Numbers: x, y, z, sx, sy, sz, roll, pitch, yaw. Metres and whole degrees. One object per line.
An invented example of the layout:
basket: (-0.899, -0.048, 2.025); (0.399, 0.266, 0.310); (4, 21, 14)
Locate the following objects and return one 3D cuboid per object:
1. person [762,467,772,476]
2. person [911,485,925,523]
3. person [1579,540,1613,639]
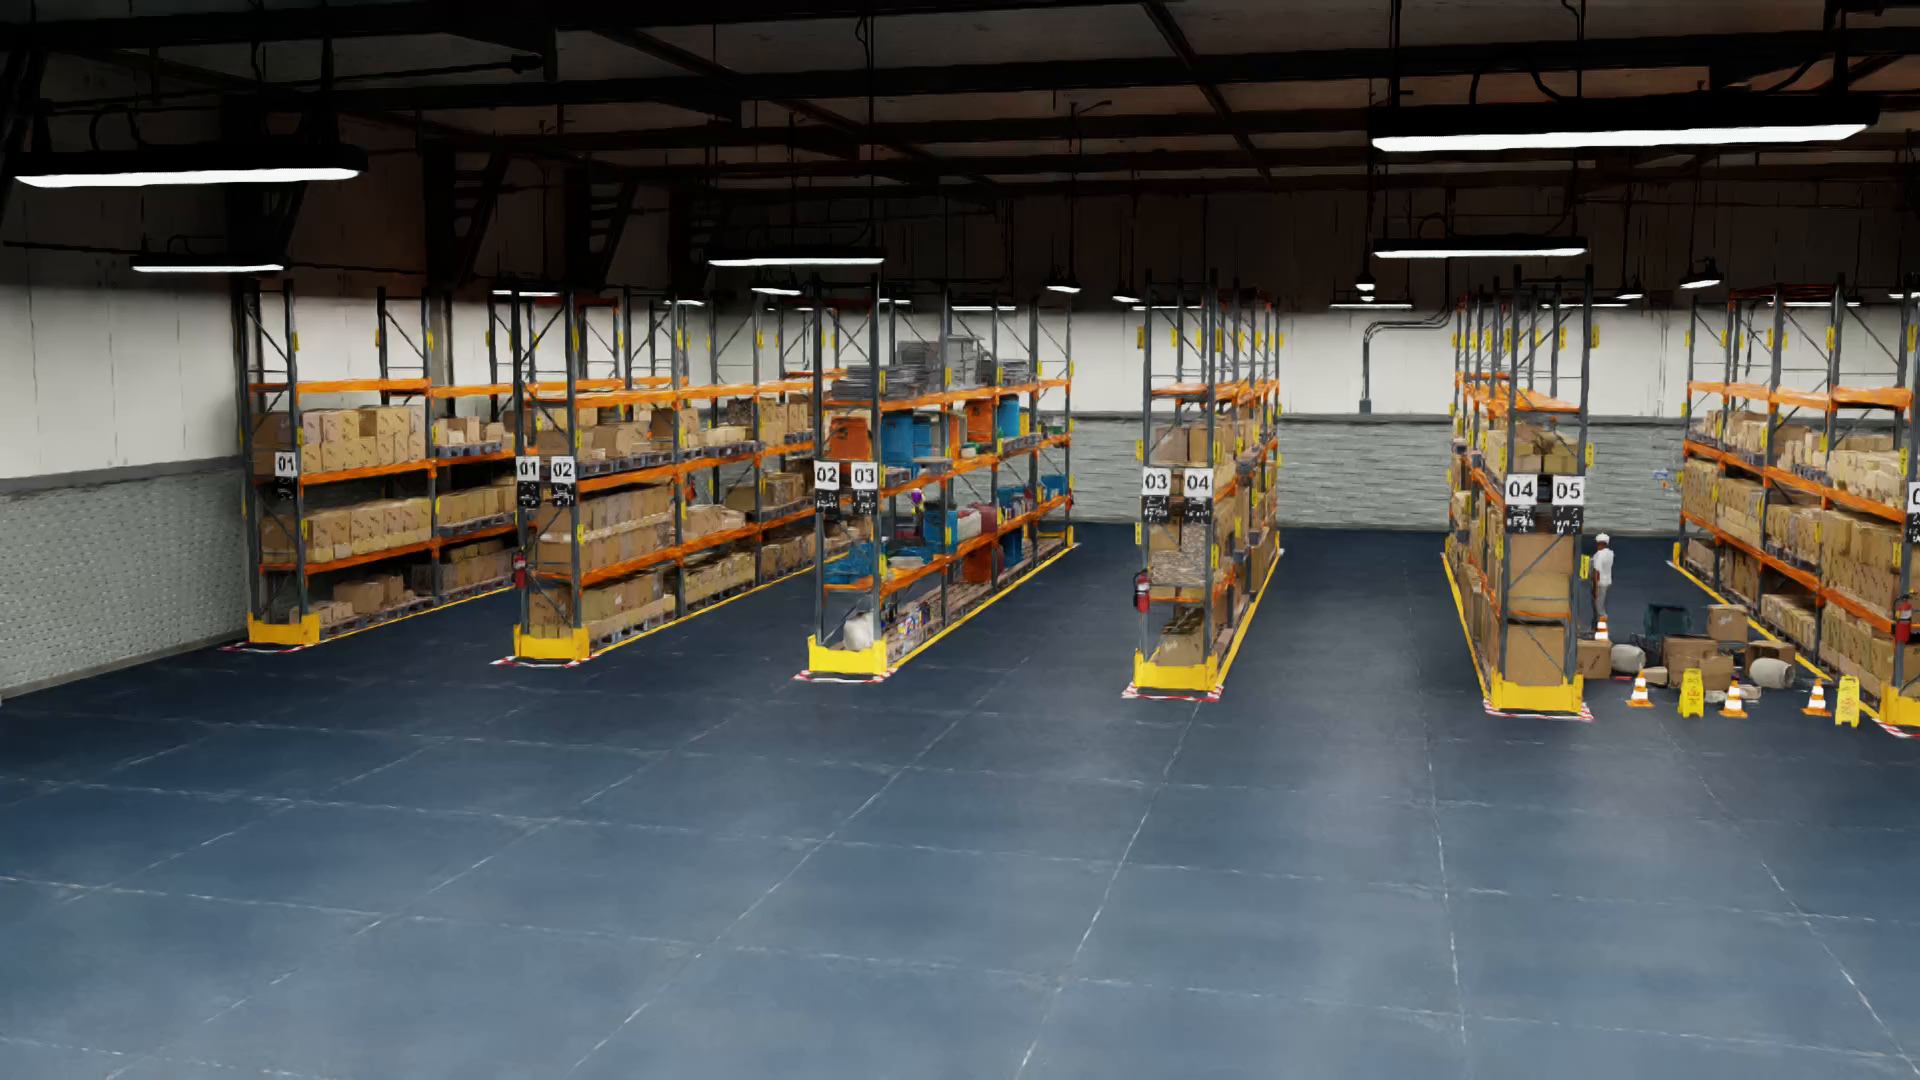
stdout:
person: (-5.116, -1.157, 44.101); (0.535, 1.603, 0.452); (-5, 9, -36)
person: (-0.969, -0.654, 39.724); (0.385, 1.762, 0.700); (1, 7, 5)
person: (10.724, 0.776, 28.032); (0.534, 1.726, 0.669); (6, 9, 40)
